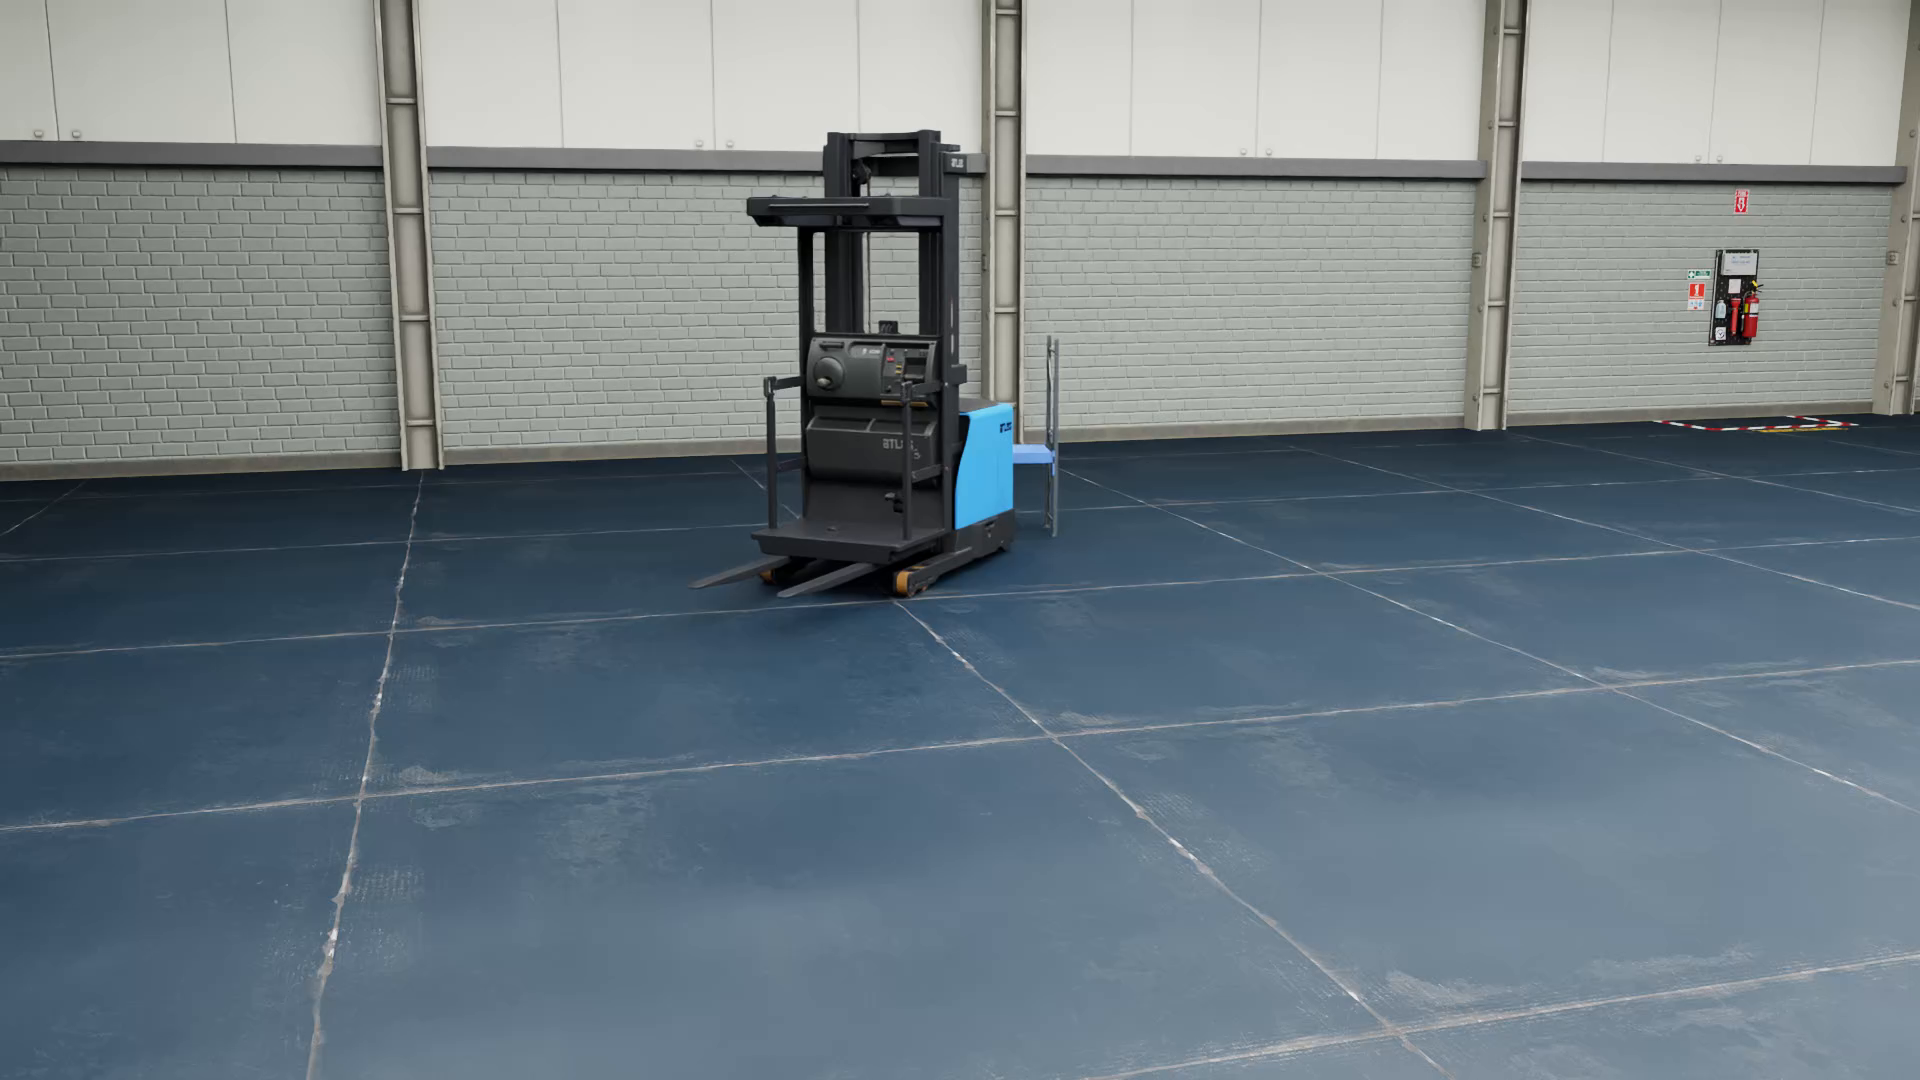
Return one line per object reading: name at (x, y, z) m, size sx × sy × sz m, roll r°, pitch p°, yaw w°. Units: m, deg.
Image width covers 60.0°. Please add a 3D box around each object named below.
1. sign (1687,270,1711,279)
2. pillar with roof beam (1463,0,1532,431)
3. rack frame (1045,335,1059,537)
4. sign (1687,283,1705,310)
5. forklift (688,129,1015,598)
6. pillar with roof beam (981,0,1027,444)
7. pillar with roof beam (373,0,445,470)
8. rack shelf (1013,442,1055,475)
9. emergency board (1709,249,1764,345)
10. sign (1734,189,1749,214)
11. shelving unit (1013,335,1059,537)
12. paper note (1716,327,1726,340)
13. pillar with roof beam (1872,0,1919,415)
sign at (9.045, -3.250, 20.351) m, size 0.331 × 0.109 × 0.001 m, roll -3°, pitch 11°, yaw -16°
pillar with roof beam at (7.424, -5.000, 14.849) m, size 0.400 × 9.000 × 9.100 m, roll -3°, pitch 11°, yaw -16°
rack frame at (0.706, -0.804, 12.774) m, size 0.032 × 1.500 × 0.500 m, roll -1°, pitch 10°, yaw -4°
sign at (9.038, -2.990, 20.406) m, size 0.234 × 0.329 × 0.001 m, roll -3°, pitch 11°, yaw -16°
forklift at (-0.675, -1.169, 10.803) m, size 1.130 × 2.935 × 3.031 m, roll 5°, pitch 11°, yaw 24°
pillar with roof beam at (1.663, -4.696, 13.200) m, size 0.400 × 9.000 × 9.100 m, roll -3°, pitch 11°, yaw -16°
pillar with roof beam at (-4.098, -4.392, 11.551) m, size 0.400 × 9.000 × 9.100 m, roll -3°, pitch 11°, yaw -16°
rack shelf at (0.199, -0.621, 12.771) m, size 1.000 × 0.185 × 0.538 m, roll -1°, pitch 10°, yaw -4°
emergency board at (9.598, -2.983, 20.464) m, size 0.643 × 1.169 × 0.194 m, roll -3°, pitch 11°, yaw -16°
sign at (9.562, -4.140, 20.346) m, size 0.199 × 0.298 × 0.001 m, roll -3°, pitch 11°, yaw -16°
shelving unit at (0.199, -0.798, 12.738) m, size 1.048 × 1.500 × 0.538 m, roll -1°, pitch 10°, yaw -4°
paper note at (9.409, -2.553, 20.560) m, size 0.142 × 0.148 × 0.016 m, roll -3°, pitch 11°, yaw -16°
pillar with roof beam at (13.185, -5.303, 16.499) m, size 0.400 × 9.000 × 9.100 m, roll -3°, pitch 11°, yaw -16°
